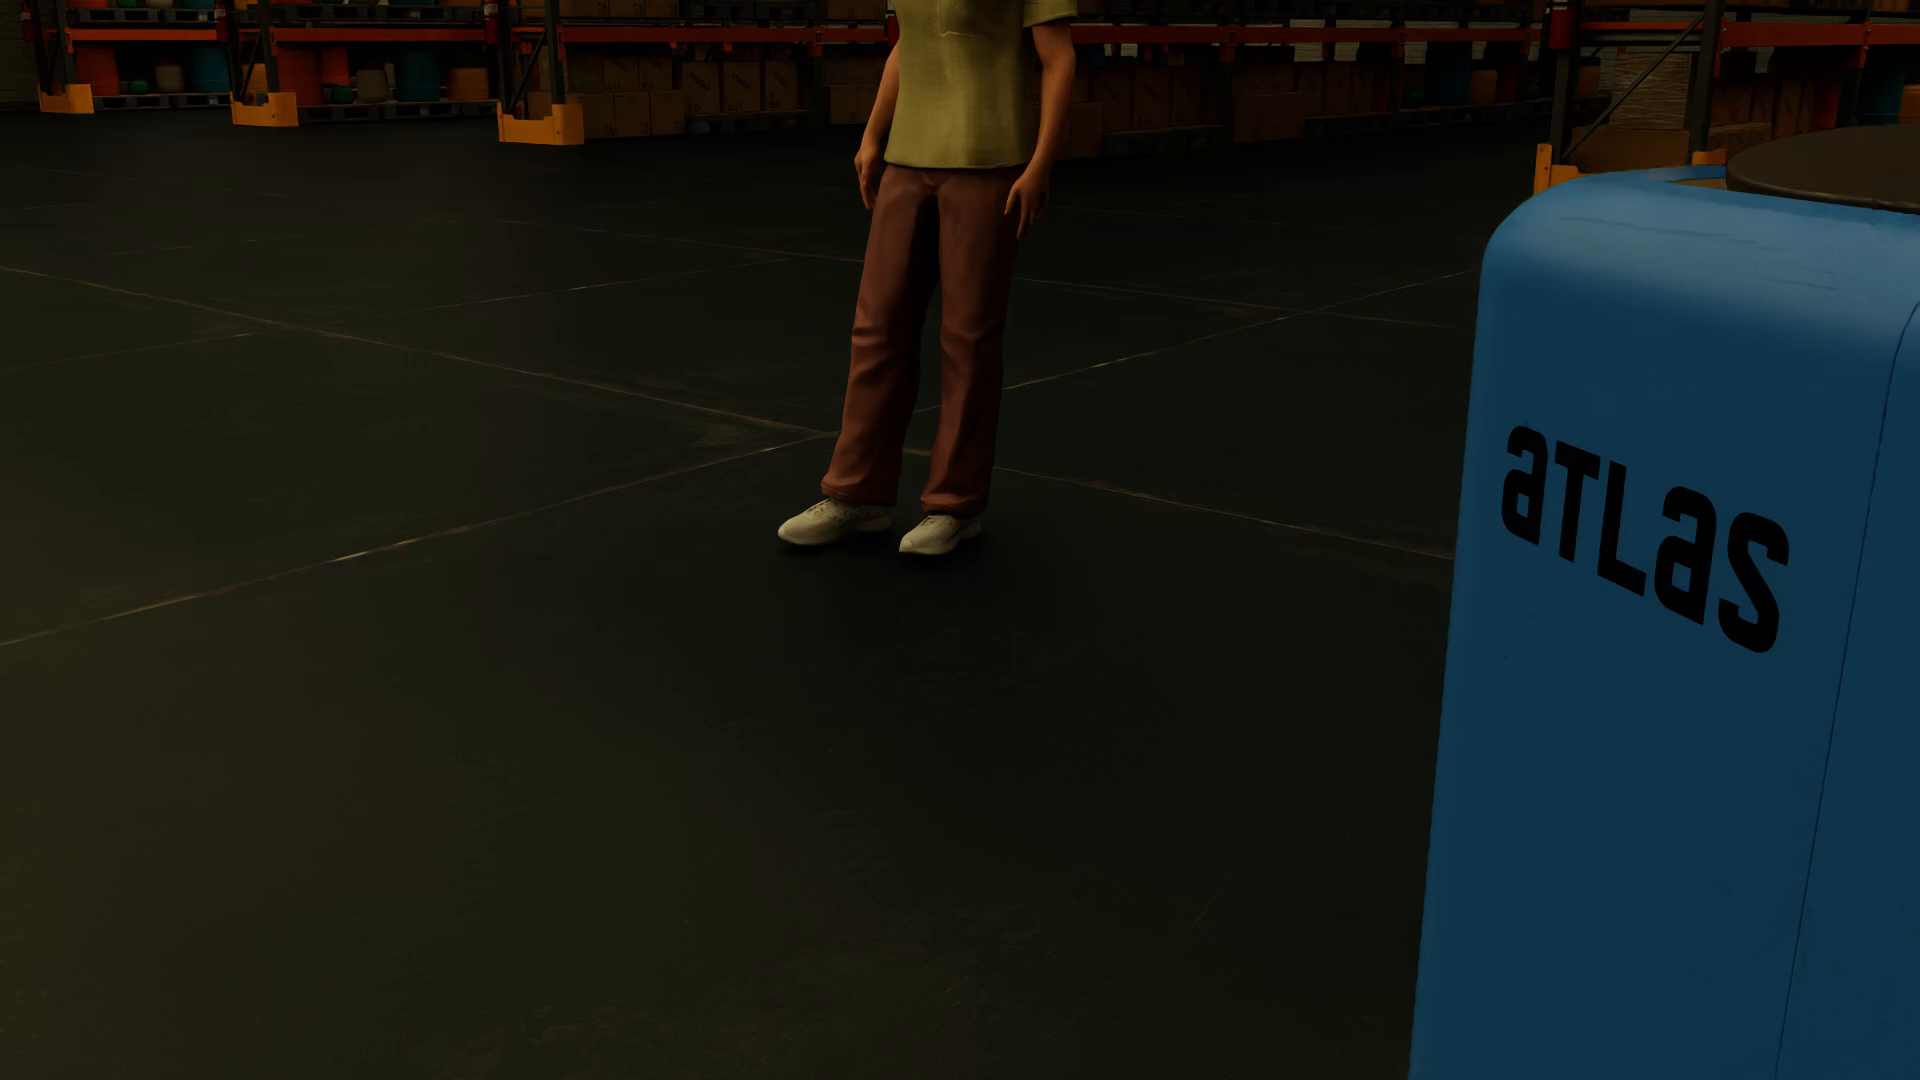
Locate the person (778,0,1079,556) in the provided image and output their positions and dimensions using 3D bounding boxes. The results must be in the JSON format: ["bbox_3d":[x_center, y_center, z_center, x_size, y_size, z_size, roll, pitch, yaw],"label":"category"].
[{"bbox_3d":[-0.055,-0.794,3.649,0.555,1.675,0.549,13,21,37],"label":"person"}]
